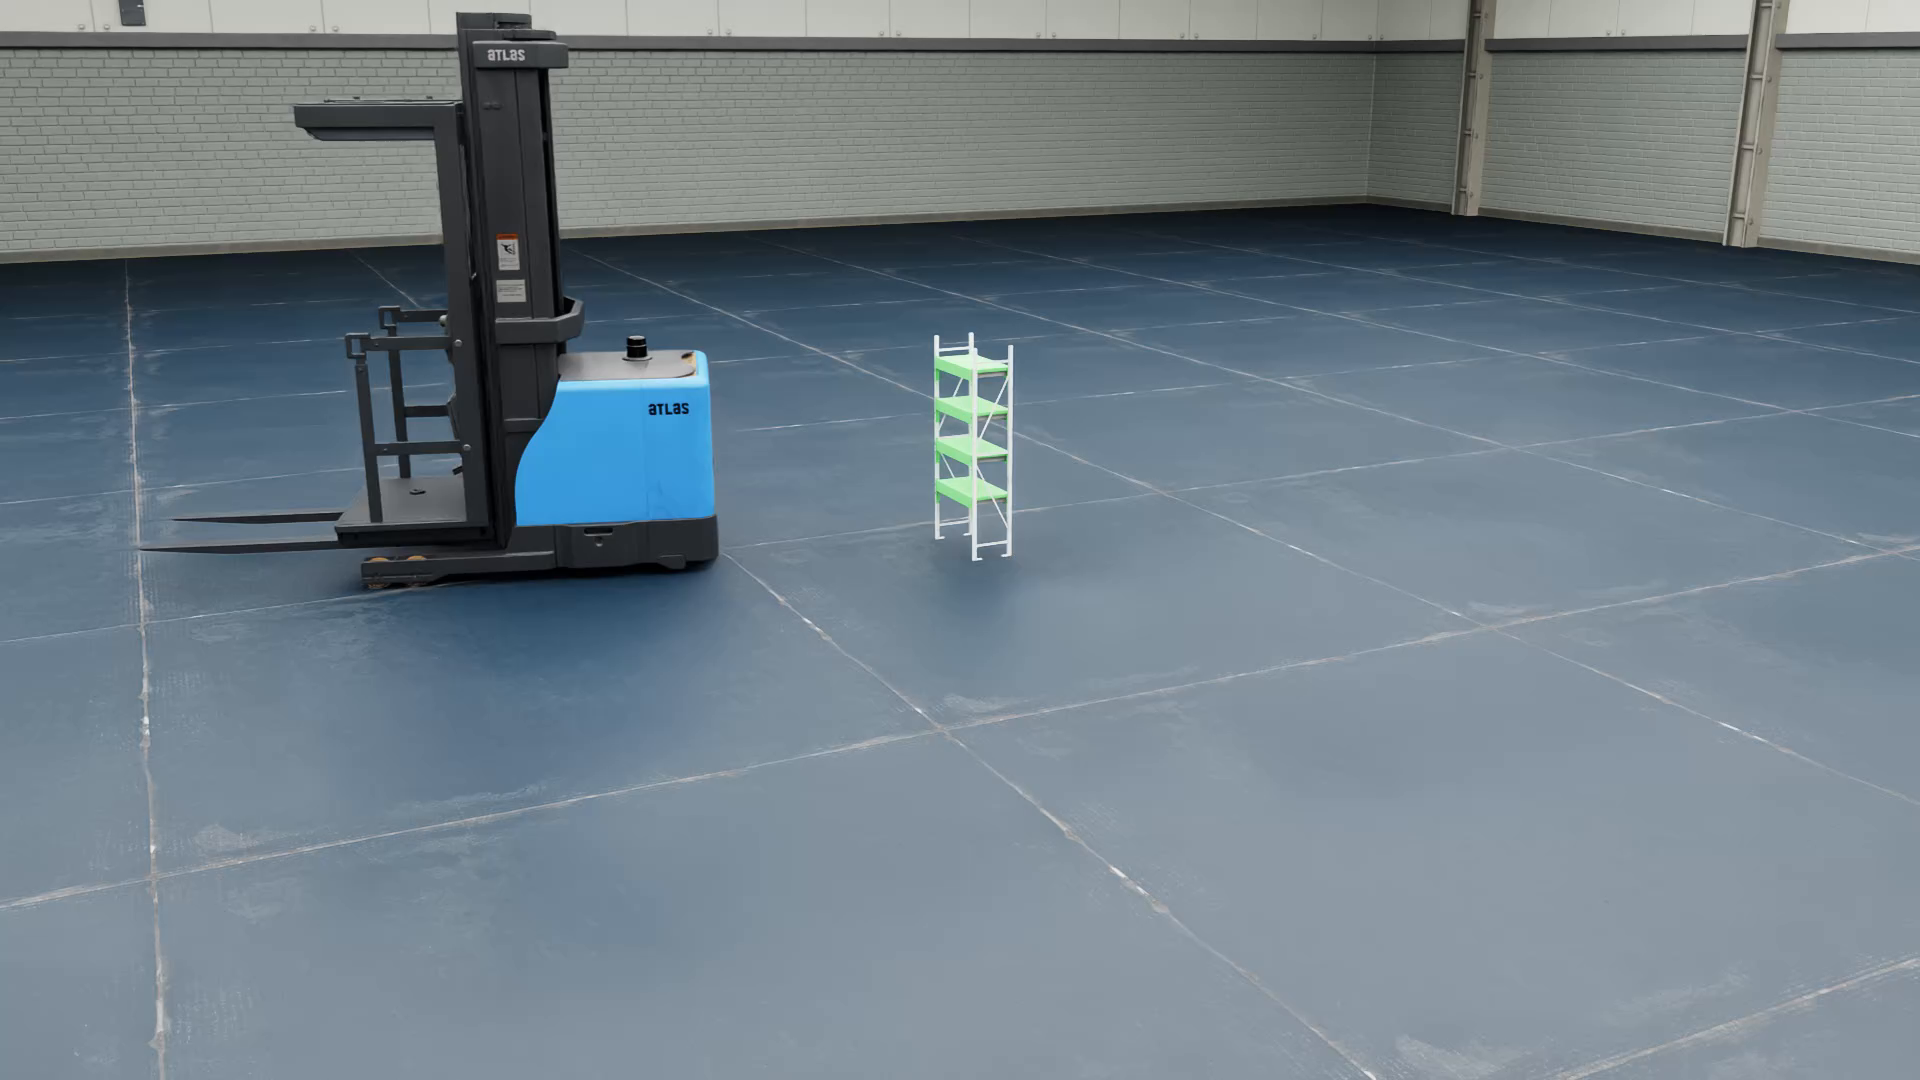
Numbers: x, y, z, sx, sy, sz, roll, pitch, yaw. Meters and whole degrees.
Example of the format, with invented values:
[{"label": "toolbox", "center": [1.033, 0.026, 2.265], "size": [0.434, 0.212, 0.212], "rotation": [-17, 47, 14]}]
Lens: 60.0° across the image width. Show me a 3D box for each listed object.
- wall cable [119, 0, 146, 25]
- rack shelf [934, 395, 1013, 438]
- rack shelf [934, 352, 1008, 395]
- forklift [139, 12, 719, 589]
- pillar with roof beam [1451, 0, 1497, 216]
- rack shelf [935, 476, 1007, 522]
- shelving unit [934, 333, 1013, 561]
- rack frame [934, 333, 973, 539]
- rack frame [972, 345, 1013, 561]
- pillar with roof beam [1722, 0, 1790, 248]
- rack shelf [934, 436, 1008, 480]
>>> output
[{"label": "wall cable", "center": [-10.585, -10.170, 22.711], "size": [2.305, 6.003, 0.169], "rotation": [-8, 18, -25]}, {"label": "rack shelf", "center": [0.073, -0.705, 9.394], "size": [0.258, 0.148, 0.480], "rotation": [-8, 18, -25]}, {"label": "rack shelf", "center": [0.073, -0.936, 9.327], "size": [0.258, 0.148, 0.480], "rotation": [-8, 18, -25]}, {"label": "forklift", "center": [-2.898, -1.305, 8.985], "size": [3.031, 2.935, 1.130], "rotation": [-3, 16, -9]}, {"label": "pillar with roof beam", "center": [5.422, -9.788, 27.545], "size": [9.100, 9.000, 0.400], "rotation": [-8, 18, -25]}, {"label": "rack shelf", "center": [0.073, -0.244, 9.526], "size": [0.258, 0.148, 0.480], "rotation": [-8, 18, -25]}, {"label": "shelving unit", "center": [0.073, -0.536, 9.442], "size": [0.258, 1.200, 0.503], "rotation": [-8, 18, -25]}, {"label": "rack frame", "center": [-0.034, -0.596, 9.653], "size": [0.240, 1.200, 0.015], "rotation": [-8, 18, -25]}, {"label": "rack frame", "center": [0.179, -0.475, 9.231], "size": [0.240, 1.200, 0.015], "rotation": [-8, 18, -25]}, {"label": "pillar with roof beam", "center": [8.051, -8.300, 22.361], "size": [9.100, 9.000, 0.400], "rotation": [-8, 18, -25]}, {"label": "rack shelf", "center": [0.073, -0.474, 9.460], "size": [0.258, 0.148, 0.480], "rotation": [-8, 18, -25]}]
